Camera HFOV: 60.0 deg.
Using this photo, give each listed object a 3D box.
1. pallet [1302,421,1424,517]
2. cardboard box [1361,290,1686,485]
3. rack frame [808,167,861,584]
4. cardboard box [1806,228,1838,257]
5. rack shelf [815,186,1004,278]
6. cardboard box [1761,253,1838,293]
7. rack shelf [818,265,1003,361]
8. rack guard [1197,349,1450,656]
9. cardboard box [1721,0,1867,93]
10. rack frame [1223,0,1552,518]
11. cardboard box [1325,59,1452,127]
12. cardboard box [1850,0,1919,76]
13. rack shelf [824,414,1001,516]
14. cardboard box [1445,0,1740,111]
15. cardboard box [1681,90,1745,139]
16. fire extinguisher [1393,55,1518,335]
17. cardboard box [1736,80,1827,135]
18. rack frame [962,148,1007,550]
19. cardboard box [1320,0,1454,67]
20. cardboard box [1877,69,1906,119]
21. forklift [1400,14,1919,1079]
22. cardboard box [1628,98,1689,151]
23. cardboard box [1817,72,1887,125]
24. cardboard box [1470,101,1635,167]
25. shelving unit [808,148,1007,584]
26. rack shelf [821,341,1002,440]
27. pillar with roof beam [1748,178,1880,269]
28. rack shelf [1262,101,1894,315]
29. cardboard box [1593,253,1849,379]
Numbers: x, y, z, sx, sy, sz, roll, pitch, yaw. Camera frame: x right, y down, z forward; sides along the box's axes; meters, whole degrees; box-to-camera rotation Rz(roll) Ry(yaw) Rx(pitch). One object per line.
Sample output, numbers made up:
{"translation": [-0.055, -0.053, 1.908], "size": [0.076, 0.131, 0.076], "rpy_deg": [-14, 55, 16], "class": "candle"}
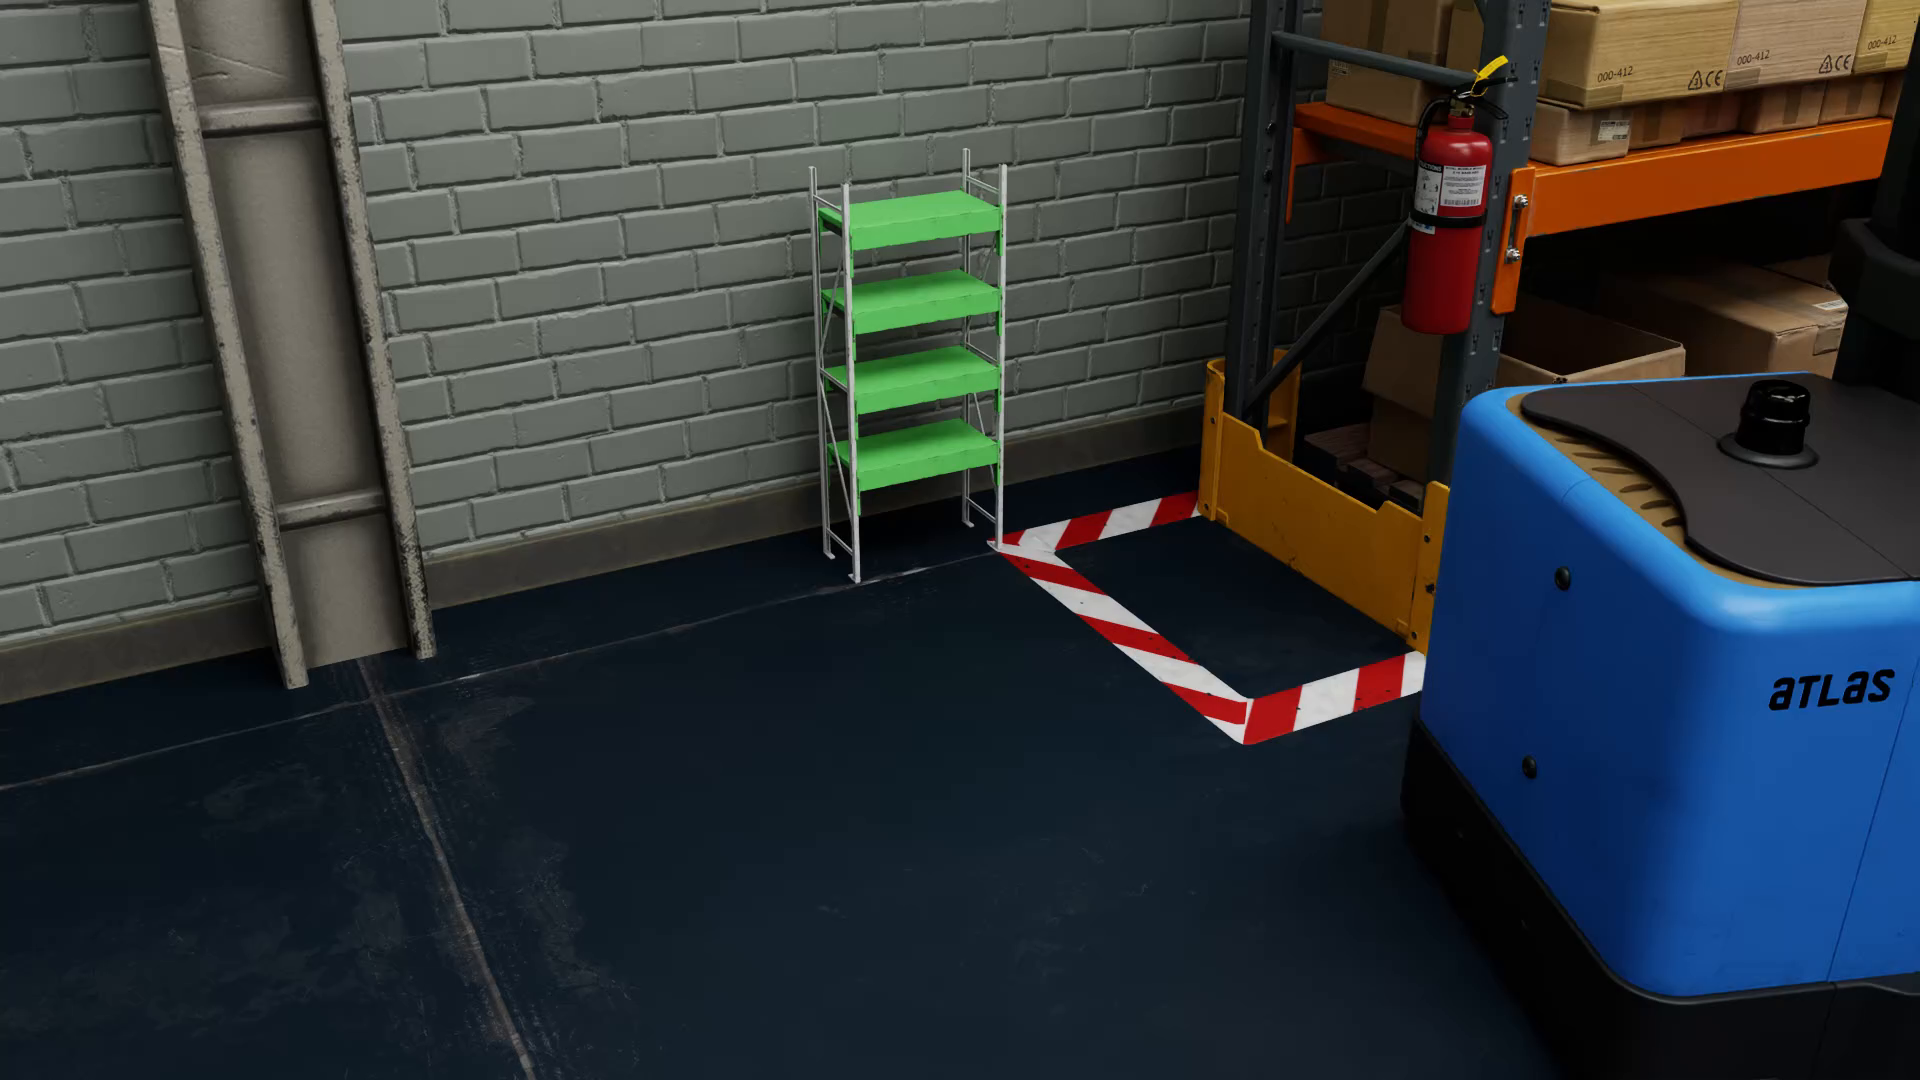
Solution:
{"translation": [1.885, -0.179, 5.379], "size": [1.213, 0.211, 1.003], "rpy_deg": [-13, 29, -25], "class": "pallet"}
{"translation": [1.699, -0.410, 5.037], "size": [0.637, 0.503, 0.797], "rpy_deg": [-14, 29, -27], "class": "cardboard box"}
{"translation": [-0.361, -0.457, 4.817], "size": [0.015, 1.200, 0.240], "rpy_deg": [-13, 29, -25], "class": "rack frame"}
{"translation": [3.388, -0.779, 5.810], "size": [0.500, 0.500, 0.700], "rpy_deg": [-14, 29, -27], "class": "cardboard box"}
{"translation": [-0.146, -0.882, 4.740], "size": [0.480, 0.148, 0.258], "rpy_deg": [-13, 29, -25], "class": "rack shelf"}
{"translation": [2.985, -0.637, 5.515], "size": [0.500, 0.500, 0.500], "rpy_deg": [-12, 28, -24], "class": "cardboard box"}
{"translation": [-0.146, -0.666, 4.844], "size": [0.480, 0.148, 0.258], "rpy_deg": [-13, 29, -25], "class": "rack shelf"}
{"translation": [1.182, -0.146, 4.977], "size": [0.348, 0.500, 1.175], "rpy_deg": [-13, 29, -25], "class": "rack guard"}
{"translation": [2.087, -1.416, 4.564], "size": [0.500, 0.250, 0.500], "rpy_deg": [-13, 28, -25], "class": "cardboard box"}
{"translation": [1.115, -1.258, 4.404], "size": [0.127, 3.000, 1.000], "rpy_deg": [-13, 29, -25], "class": "rack frame"}
{"translation": [1.281, -1.314, 4.812], "size": [0.250, 0.149, 0.380], "rpy_deg": [-13, 29, -26], "class": "cardboard box"}
{"translation": [2.532, -1.521, 4.782], "size": [0.500, 0.250, 0.500], "rpy_deg": [-14, 29, -26], "class": "cardboard box"}
{"translation": [-0.146, -0.233, 5.052], "size": [0.480, 0.148, 0.258], "rpy_deg": [-13, 29, -25], "class": "rack shelf"}
{"translation": [1.642, -1.314, 4.350], "size": [0.500, 0.250, 0.500], "rpy_deg": [-13, 28, -25], "class": "cardboard box"}
{"translation": [1.952, -1.243, 4.663], "size": [0.250, 0.149, 0.380], "rpy_deg": [-13, 29, -26], "class": "cardboard box"}
{"translation": [1.202, -0.848, 4.071], "size": [0.183, 0.674, 0.296], "rpy_deg": [-13, 29, -25], "class": "fire extinguisher"}
{"translation": [2.204, -1.271, 4.722], "size": [0.250, 0.149, 0.380], "rpy_deg": [-12, 28, -23], "class": "cardboard box"}
{"translation": [0.069, -0.557, 5.023], "size": [0.015, 1.200, 0.240], "rpy_deg": [-13, 29, -25], "class": "rack frame"}
{"translation": [1.396, -1.519, 4.778], "size": [0.500, 0.250, 0.500], "rpy_deg": [-12, 28, -24], "class": "cardboard box"}
{"translation": [2.694, -1.350, 4.886], "size": [0.250, 0.149, 0.380], "rpy_deg": [-14, 29, -27], "class": "cardboard box"}
{"translation": [2.573, -0.559, 3.027], "size": [3.031, 2.935, 1.130], "rpy_deg": [-4, 26, -8], "class": "forklift"}
{"translation": [1.737, -1.176, 4.524], "size": [0.250, 0.149, 0.380], "rpy_deg": [-12, 28, -24], "class": "cardboard box"}
{"translation": [2.436, -1.327, 4.839], "size": [0.250, 0.149, 0.380], "rpy_deg": [-13, 28, -24], "class": "cardboard box"}
{"translation": [1.534, -1.107, 4.380], "size": [0.250, 0.149, 0.380], "rpy_deg": [-13, 29, -25], "class": "cardboard box"}
{"translation": [-0.146, -0.507, 4.920], "size": [0.503, 1.200, 0.258], "rpy_deg": [-13, 29, -25], "class": "shelving unit"}
{"translation": [-0.146, -0.450, 4.948], "size": [0.480, 0.148, 0.258], "rpy_deg": [-13, 29, -25], "class": "rack shelf"}
{"translation": [5.631, -3.335, 1.800], "size": [0.400, 9.000, 9.100], "rpy_deg": [-13, 29, -25], "class": "pillar with roof beam"}
{"translation": [2.879, -1.341, 5.408], "size": [4.000, 0.370, 1.077], "rpy_deg": [-13, 29, -25], "class": "rack shelf"}
{"translation": [2.472, -0.568, 5.370], "size": [0.500, 0.500, 0.700], "rpy_deg": [-12, 28, -23], "class": "cardboard box"}
